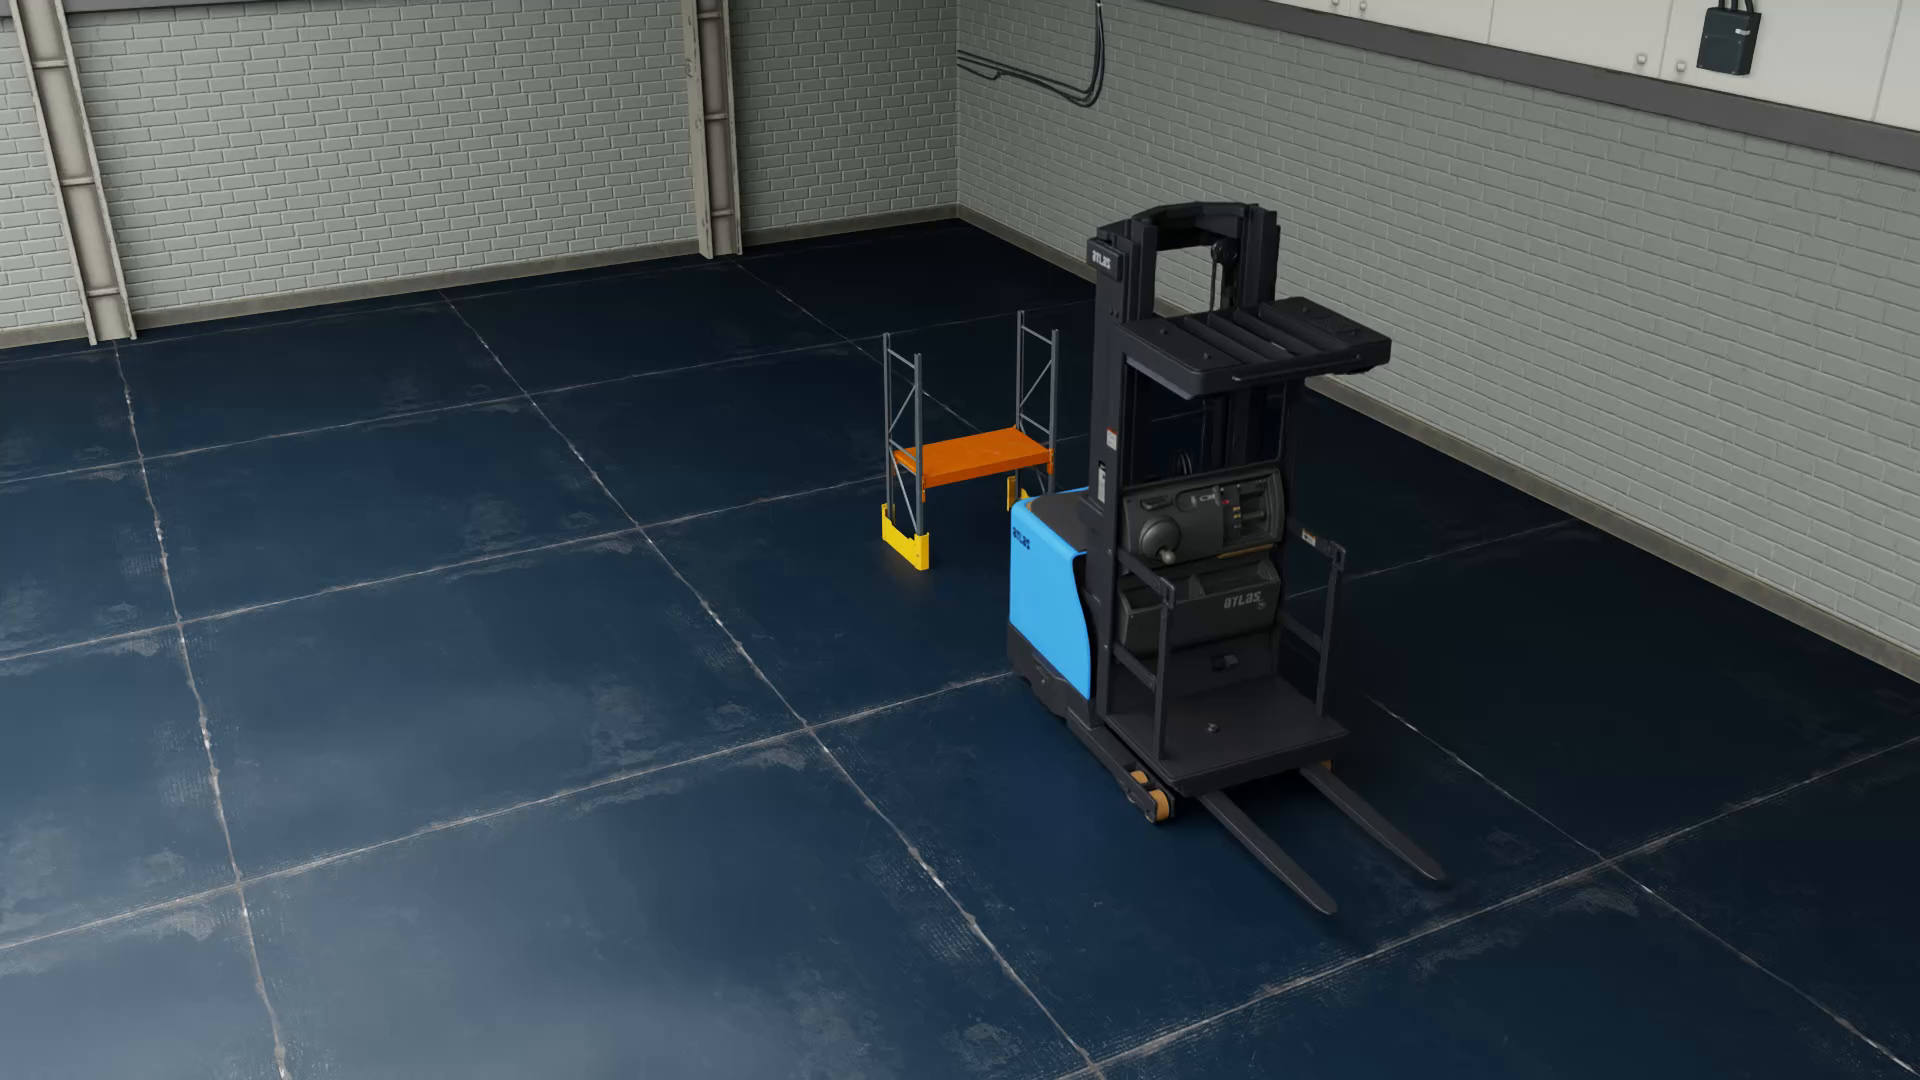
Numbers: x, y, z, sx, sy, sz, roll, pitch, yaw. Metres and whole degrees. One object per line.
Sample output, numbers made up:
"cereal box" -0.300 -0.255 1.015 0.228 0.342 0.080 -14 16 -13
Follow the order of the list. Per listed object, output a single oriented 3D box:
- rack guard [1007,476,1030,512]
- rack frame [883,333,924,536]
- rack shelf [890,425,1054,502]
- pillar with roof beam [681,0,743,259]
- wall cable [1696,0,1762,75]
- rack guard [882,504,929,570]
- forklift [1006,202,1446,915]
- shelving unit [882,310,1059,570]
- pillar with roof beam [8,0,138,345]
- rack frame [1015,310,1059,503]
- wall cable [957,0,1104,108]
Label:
"rack guard" 0.507 -0.230 11.742 0.087 0.250 0.587 -13 29 -25
"rack frame" -0.373 -0.590 11.048 0.032 1.500 0.500 -13 29 -25
"rack shelf" 0.075 -0.531 11.342 1.000 0.185 0.538 -13 29 -25
"pillar with roof beam" -0.567 -5.523 12.659 0.400 9.000 9.100 -13 29 -25
"wall cable" 5.082 -5.167 7.987 0.169 6.003 2.305 -13 29 -25
"rack guard" -0.372 -0.027 11.319 0.087 0.250 0.587 -13 29 -25
"forklift" 1.344 -0.086 8.344 1.130 2.935 3.031 -11 28 -22
"shelving unit" 0.067 -0.692 11.260 1.083 1.500 0.587 -13 29 -25
"pillar with roof beam" -5.861 -4.301 10.114 0.400 9.000 9.100 -13 29 -25
"rack frame" 0.524 -0.797 11.479 0.032 1.500 0.500 -13 29 -25
"wall cable" 0.629 -5.863 16.954 0.112 2.526 3.097 -13 29 -25
